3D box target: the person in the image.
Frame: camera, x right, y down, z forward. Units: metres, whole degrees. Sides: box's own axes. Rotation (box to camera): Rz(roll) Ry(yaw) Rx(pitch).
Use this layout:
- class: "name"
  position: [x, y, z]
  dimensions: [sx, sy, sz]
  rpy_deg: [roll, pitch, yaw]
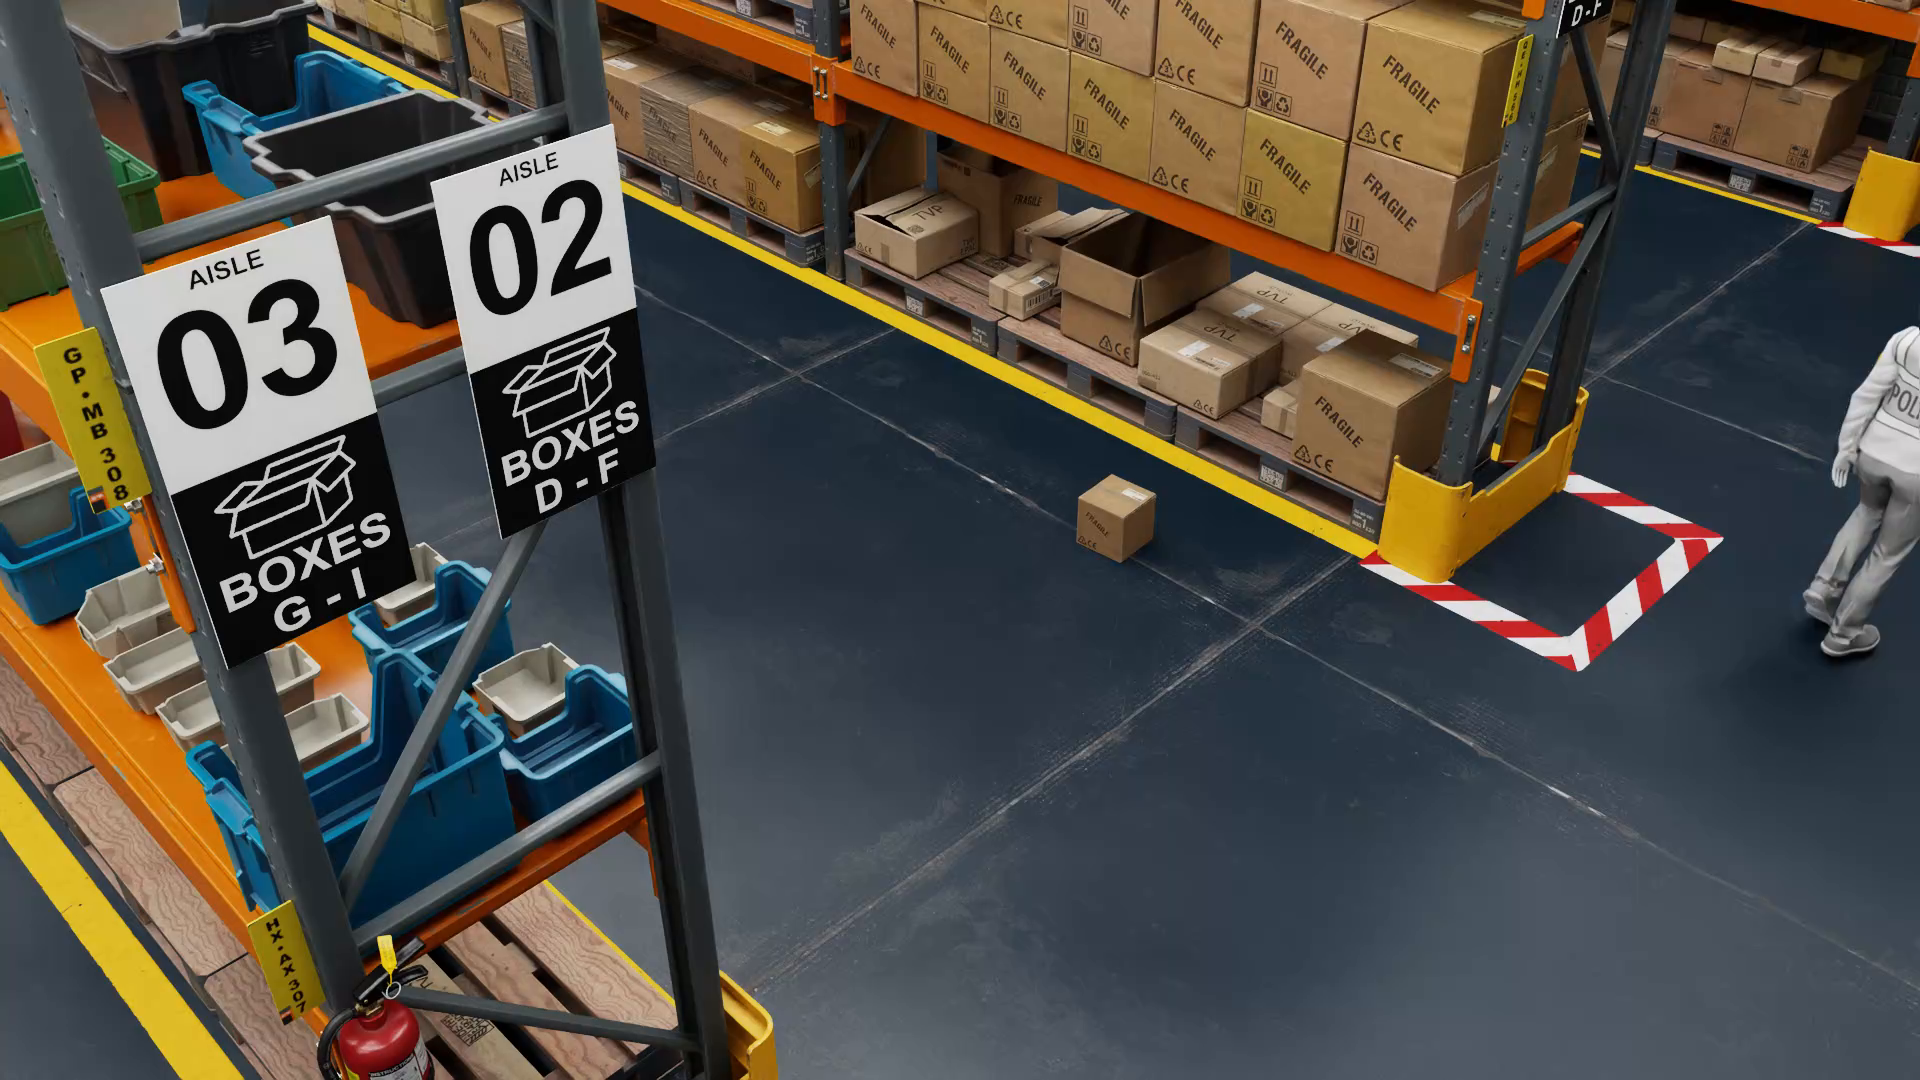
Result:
- class: "person"
  position: [3.714, -0.287, 6.512]
  dimensions: [0.444, 1.723, 0.491]
  rpy_deg: [-20, 40, -26]
